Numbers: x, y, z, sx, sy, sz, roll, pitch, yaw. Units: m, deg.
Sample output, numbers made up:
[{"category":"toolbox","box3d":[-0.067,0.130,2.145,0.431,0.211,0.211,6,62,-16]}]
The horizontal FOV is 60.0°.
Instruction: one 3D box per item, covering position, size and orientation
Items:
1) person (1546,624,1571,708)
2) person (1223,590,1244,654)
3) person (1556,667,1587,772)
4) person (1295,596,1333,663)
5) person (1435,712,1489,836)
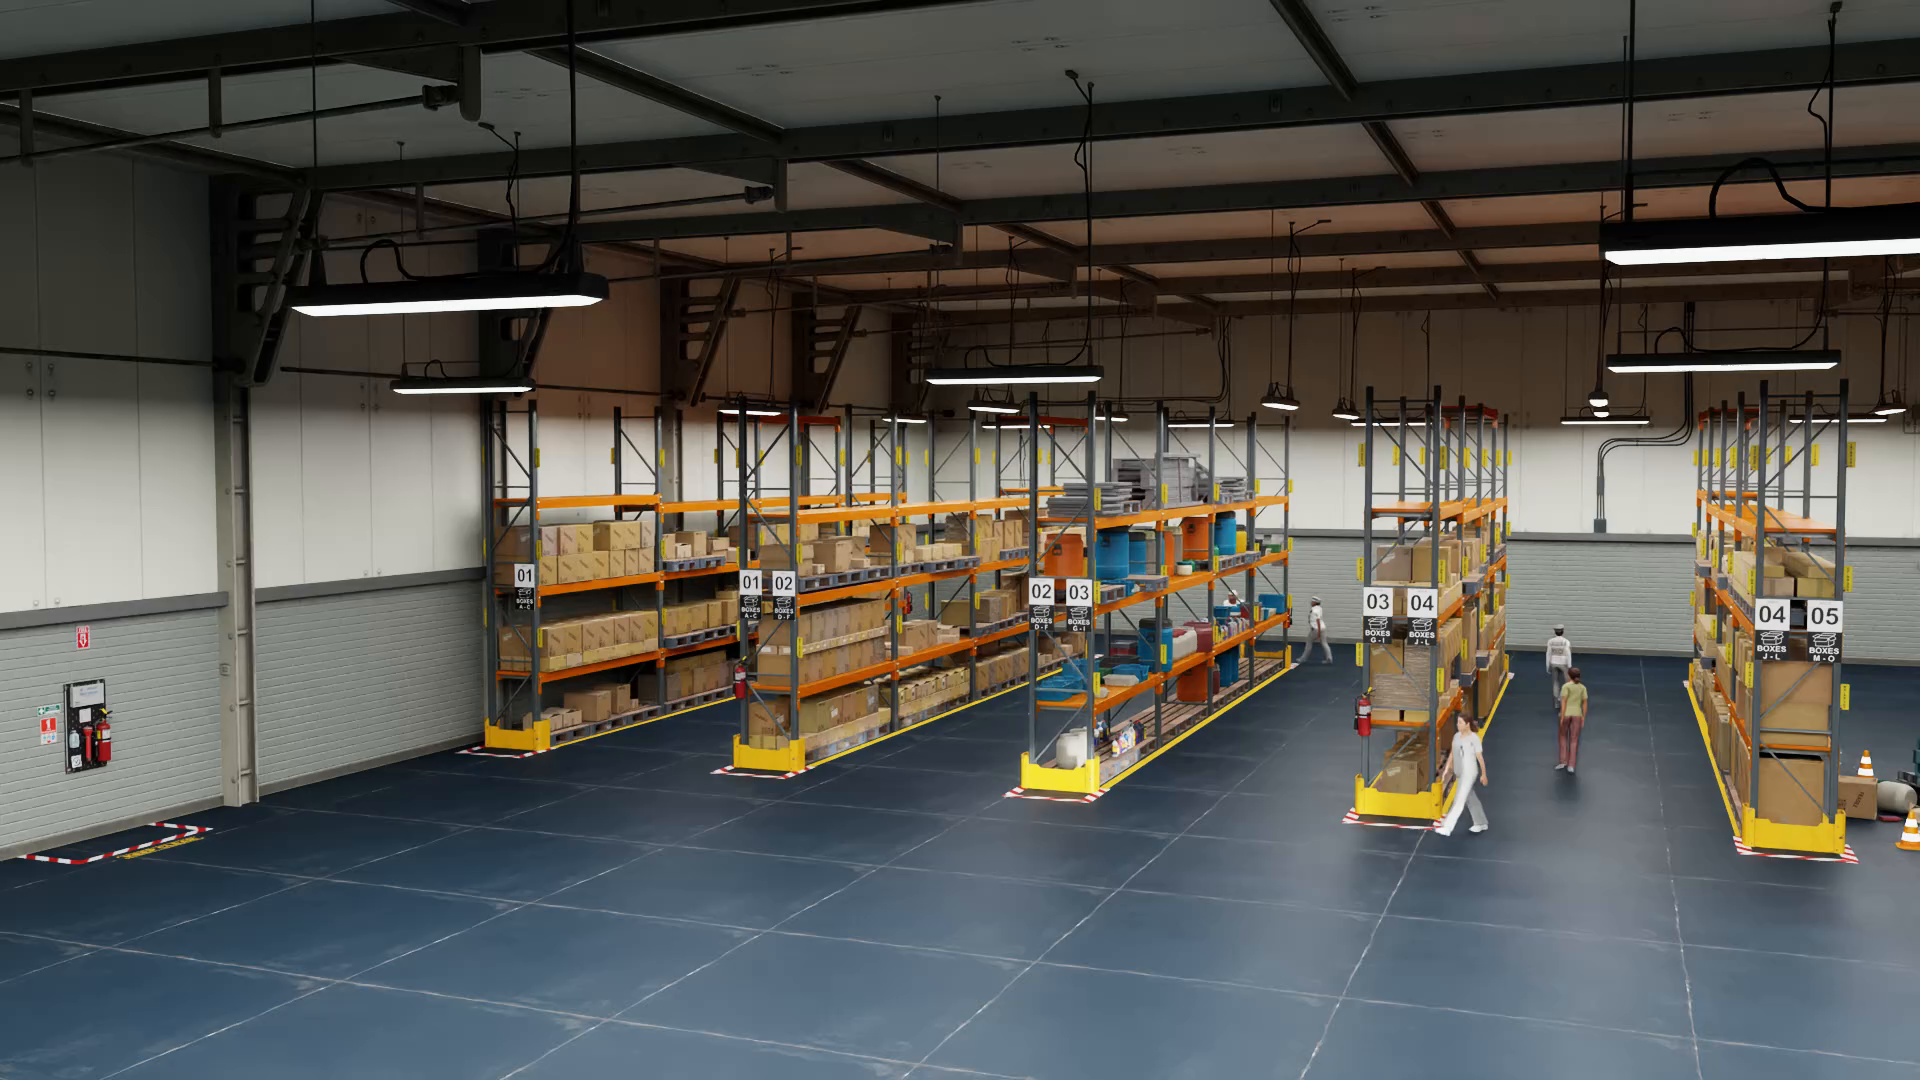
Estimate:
[{"category":"person","box3d":[11.961,2.533,33.224,0.526,1.671,0.490,2,3,36]},{"category":"person","box3d":[7.018,2.084,42.307,0.738,1.667,0.693,2,3,33]},{"category":"person","box3d":[9.777,2.886,26.552,0.457,1.714,0.595,1,3,16]},{"category":"person","box3d":[8.651,2.168,40.444,0.445,1.622,0.971,-3,4,-42]},{"category":"person","box3d":[6.606,3.086,21.998,1.017,1.615,0.479,-1,3,-20]}]
